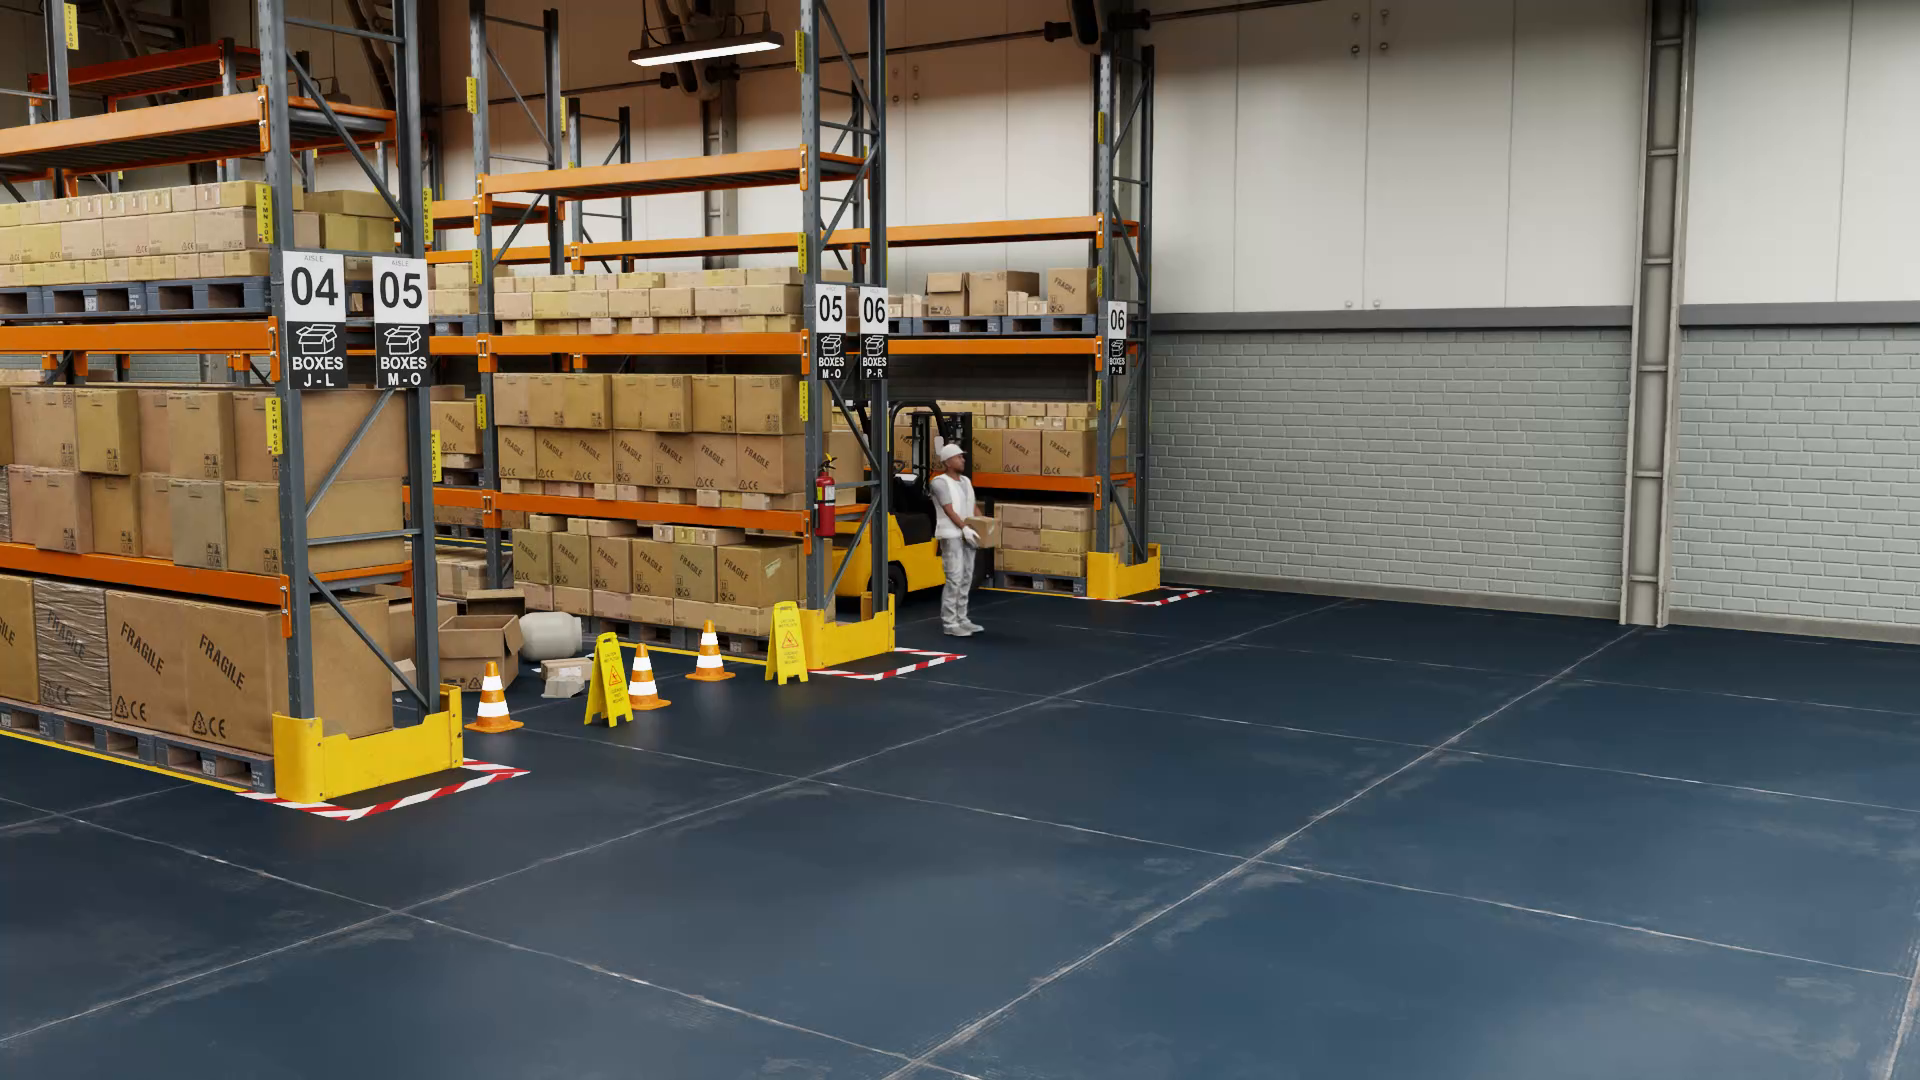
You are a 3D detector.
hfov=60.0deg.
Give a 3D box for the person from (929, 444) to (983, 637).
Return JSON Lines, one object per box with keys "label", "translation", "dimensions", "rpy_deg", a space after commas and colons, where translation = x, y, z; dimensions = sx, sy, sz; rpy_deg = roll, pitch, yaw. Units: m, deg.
{"label": "person", "translation": [0.037, -0.004, 15.649], "dimensions": [0.557, 1.788, 0.510], "rpy_deg": [4, 7, 33]}
